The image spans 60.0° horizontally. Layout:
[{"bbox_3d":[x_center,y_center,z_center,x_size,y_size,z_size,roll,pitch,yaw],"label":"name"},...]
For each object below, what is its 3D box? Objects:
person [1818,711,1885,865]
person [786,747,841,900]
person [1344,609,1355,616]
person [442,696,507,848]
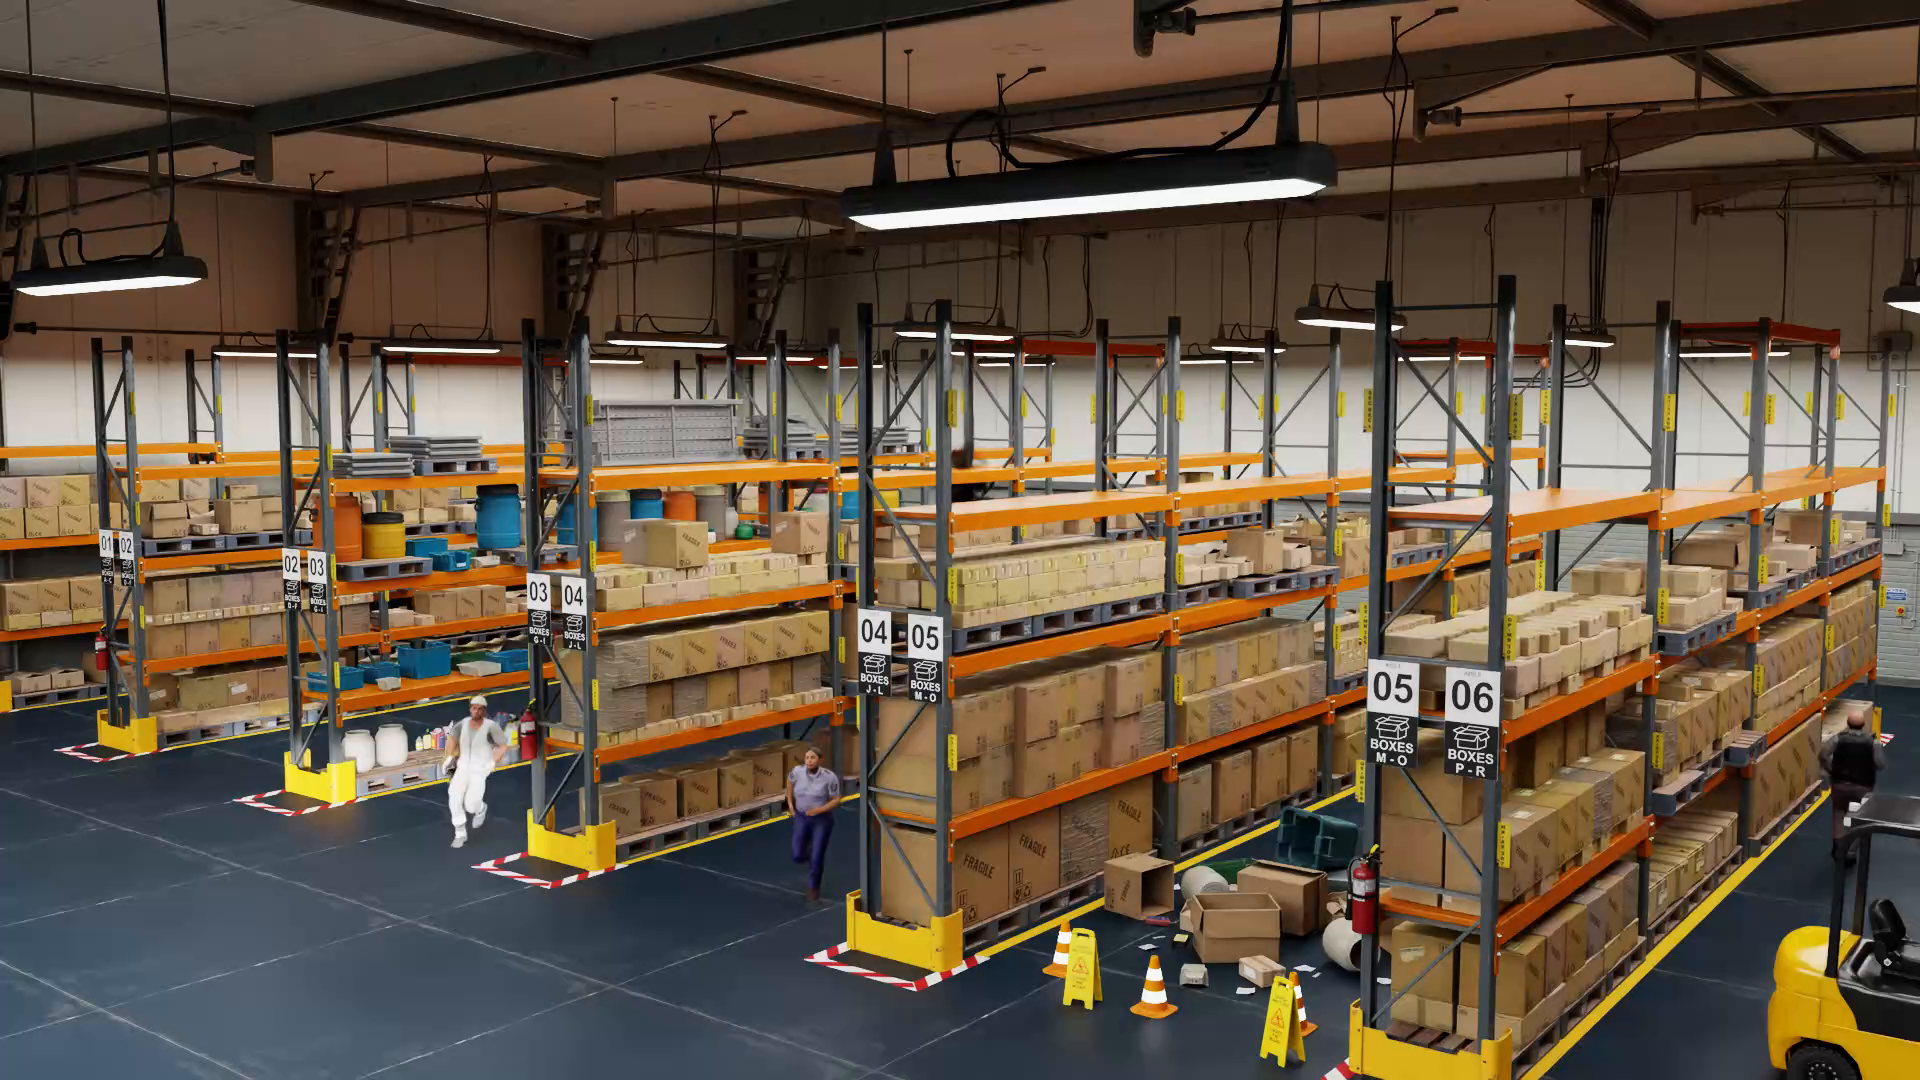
[{"bbox_3d":[9.880,2.715,18.431,0.645,1.680,0.617,3,6,33],"label":"person"},{"bbox_3d":[-1.532,2.902,17.058,0.645,1.600,0.623,1,5,15],"label":"person"},{"bbox_3d":[6.404,1.961,27.279,0.585,1.690,0.846,4,7,41],"label":"person"},{"bbox_3d":[-5.586,2.655,19.190,0.711,1.752,0.581,1,5,10],"label":"person"}]
